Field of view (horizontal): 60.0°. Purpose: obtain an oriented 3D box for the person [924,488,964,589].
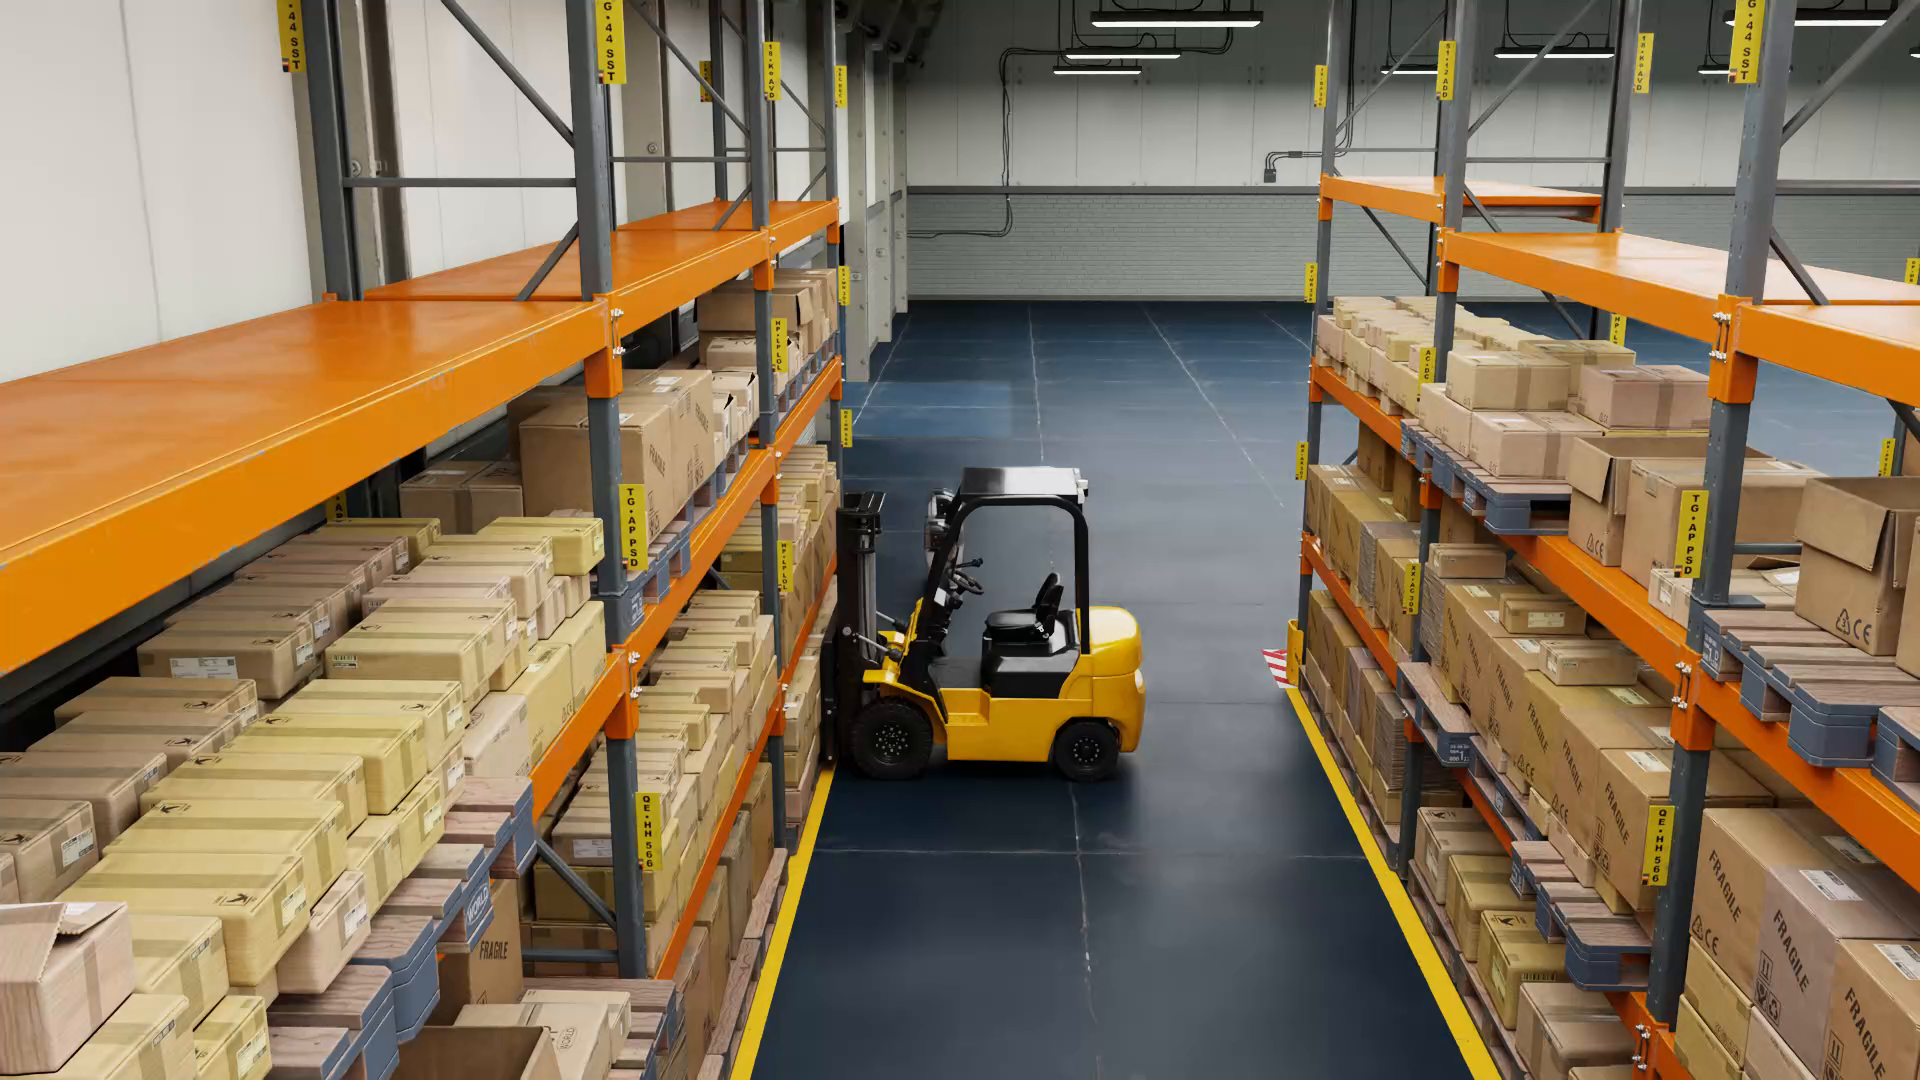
[{"bbox_3d":[-0.169,-0.027,17.472,0.426,1.005,0.917,0,14,-1],"label":"person"}]
